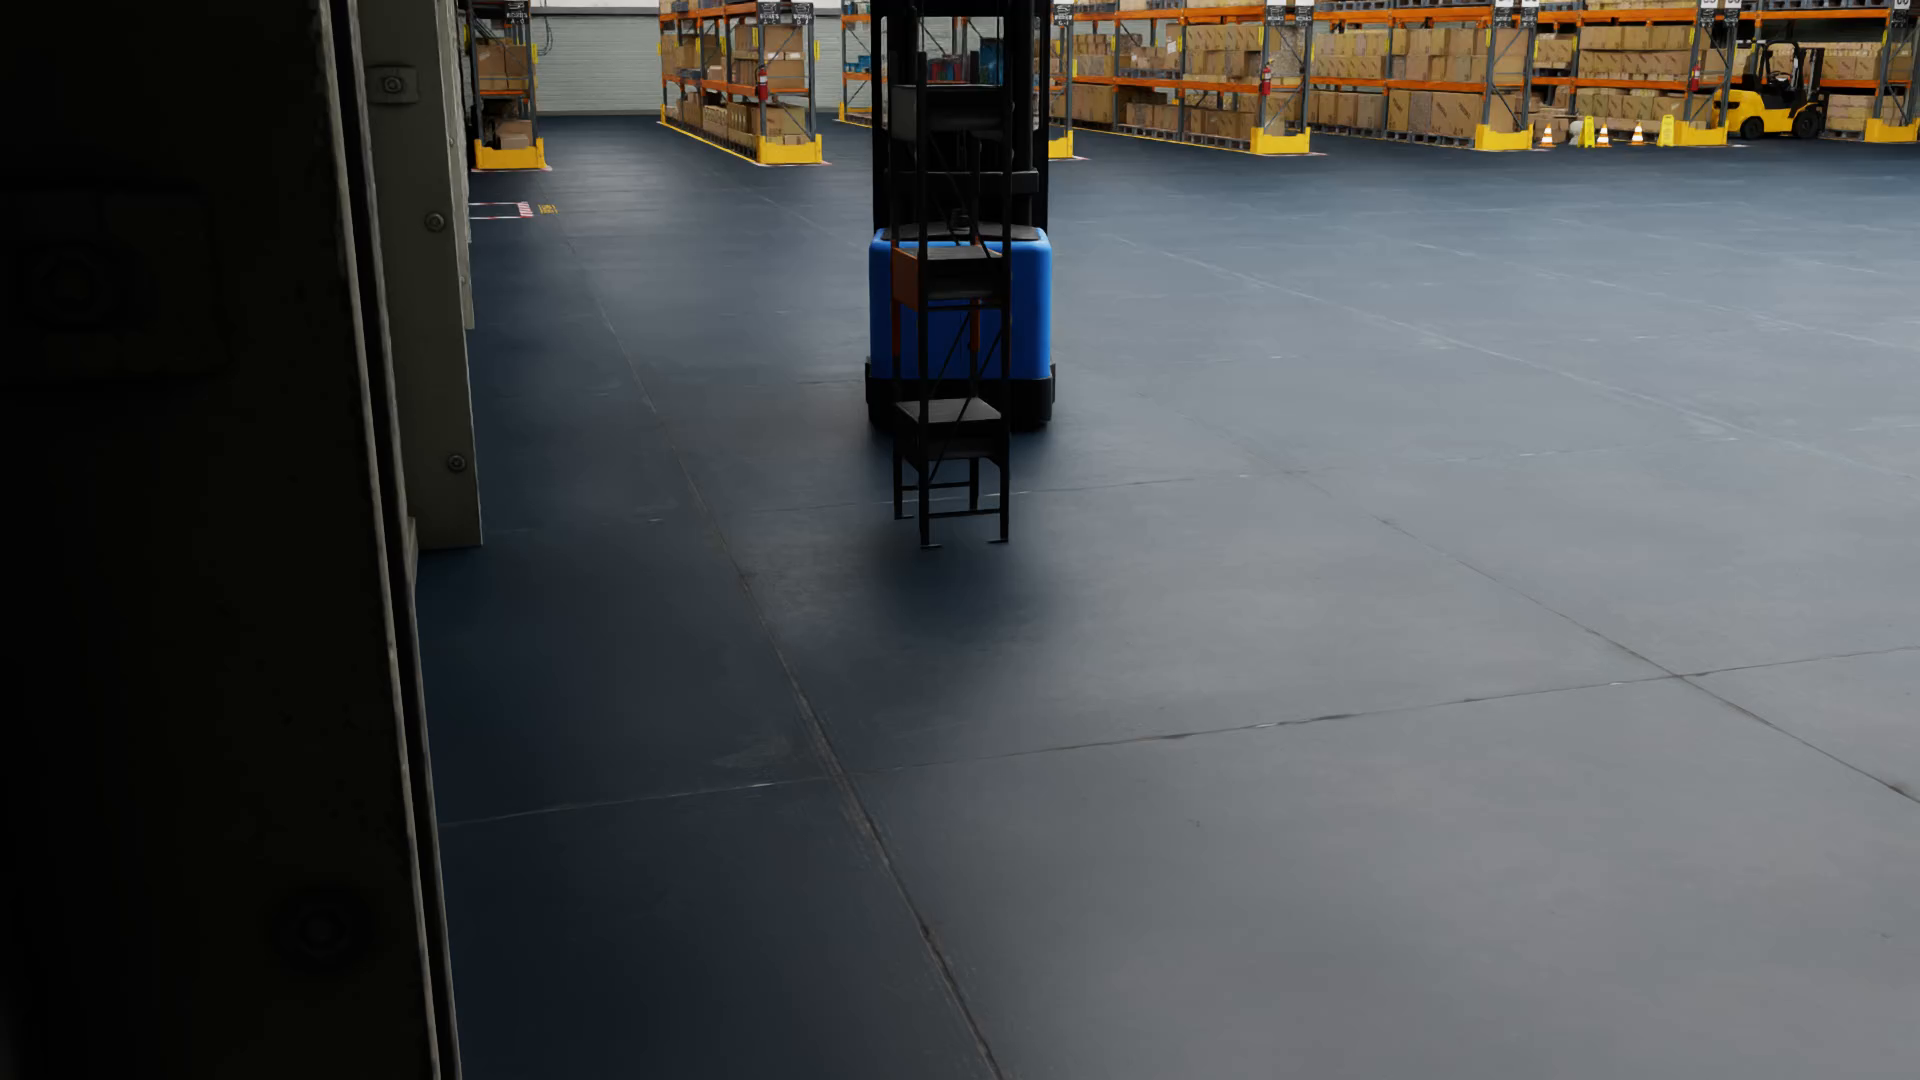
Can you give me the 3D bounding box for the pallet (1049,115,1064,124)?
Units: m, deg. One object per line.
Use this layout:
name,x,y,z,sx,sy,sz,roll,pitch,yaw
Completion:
pallet,2.964,-11.344,44.852,1.003,0.211,1.213,-5,17,-15

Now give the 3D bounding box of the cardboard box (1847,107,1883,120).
cardboard box,20.261,-9.555,37.227,0.500,0.250,0.500,-5,17,-16

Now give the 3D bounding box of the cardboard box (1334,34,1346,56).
cardboard box,9.391,-11.841,39.747,0.700,0.500,0.500,-5,17,-16

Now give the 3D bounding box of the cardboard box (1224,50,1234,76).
cardboard box,5.922,-9.759,34.037,0.875,0.500,0.500,-5,17,-15

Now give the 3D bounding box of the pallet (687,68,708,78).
pallet,-5.868,-11.021,39.260,1.003,0.211,1.213,-5,17,-15

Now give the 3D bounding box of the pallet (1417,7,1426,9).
pallet,12.926,-14.342,45.103,0.805,0.209,1.217,-5,18,-17

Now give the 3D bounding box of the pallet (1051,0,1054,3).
pallet,1.500,-10.335,31.759,1.003,0.211,1.213,-5,17,-15

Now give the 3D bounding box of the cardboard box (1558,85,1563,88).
cardboard box,17.299,-12.982,47.427,0.380,0.149,0.250,-5,17,-16

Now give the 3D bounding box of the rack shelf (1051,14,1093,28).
rack shelf,2.548,-14.109,45.244,1.077,0.370,4.000,-5,17,-15

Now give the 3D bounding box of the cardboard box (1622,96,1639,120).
cardboard box,15.175,-9.656,37.131,0.500,0.500,0.500,-5,17,-17

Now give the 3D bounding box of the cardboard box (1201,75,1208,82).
cardboard box,5.325,-9.769,35.197,0.380,0.149,0.250,-5,17,-15

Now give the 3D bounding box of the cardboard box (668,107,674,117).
cardboard box,-7.376,-11.232,43.646,0.500,0.250,0.500,-5,17,-15

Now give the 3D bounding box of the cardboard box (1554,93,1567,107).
cardboard box,17.314,-12.493,47.443,0.500,0.500,0.500,-4,17,-13

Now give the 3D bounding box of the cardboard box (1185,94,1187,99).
cardboard box,6.613,-12.883,48.318,0.380,0.149,0.250,-6,18,-18

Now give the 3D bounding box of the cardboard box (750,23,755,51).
cardboard box,-3.550,-9.460,31.304,0.700,0.500,0.500,-5,17,-15

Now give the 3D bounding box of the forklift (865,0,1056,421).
forklift,0.003,-2.448,10.507,1.130,2.935,3.031,0,17,0

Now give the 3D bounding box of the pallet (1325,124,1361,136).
pallet,9.470,-9.825,39.793,1.003,0.211,1.213,-5,17,-15

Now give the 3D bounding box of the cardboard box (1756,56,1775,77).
cardboard box,19.467,-11.332,39.790,0.500,0.500,0.500,-5,17,-17

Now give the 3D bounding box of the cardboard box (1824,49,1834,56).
cardboard box,19.955,-11.106,37.911,0.380,0.149,0.250,-5,17,-15

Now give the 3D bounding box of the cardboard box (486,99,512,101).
cardboard box,-9.600,-9.055,34.661,0.500,0.250,0.500,-5,17,-16

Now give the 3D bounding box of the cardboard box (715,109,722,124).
cardboard box,-4.900,-8.992,35.249,0.500,0.311,0.500,-5,17,-15

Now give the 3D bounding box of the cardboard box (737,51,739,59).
cardboard box,-4.200,-9.597,32.885,0.380,0.149,0.250,-5,17,-17

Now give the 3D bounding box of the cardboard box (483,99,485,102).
cardboard box,-11.448,-10.762,40.555,0.380,0.149,0.250,-5,17,-16

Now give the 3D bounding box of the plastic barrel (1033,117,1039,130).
plastic barrel,1.379,-7.938,32.260,0.421,0.512,0.421,0,17,0

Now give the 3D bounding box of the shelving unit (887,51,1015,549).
shelving unit,-0.045,-1.051,7.302,0.431,2.100,0.503,-5,17,-15

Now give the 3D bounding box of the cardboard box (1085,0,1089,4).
cardboard box,3.363,-13.557,41.863,0.380,0.149,0.250,-5,18,-18

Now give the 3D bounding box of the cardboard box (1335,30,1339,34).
cardboard box,11.358,-15.071,49.370,0.380,0.149,0.250,-4,17,-14

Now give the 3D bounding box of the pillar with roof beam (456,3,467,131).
pillar with roof beam,-8.075,-14.627,40.506,9.100,9.000,0.400,-5,17,-15

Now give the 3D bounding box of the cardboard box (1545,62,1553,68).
cardboard box,14.257,-11.378,39.824,0.380,0.149,0.250,-5,17,-16

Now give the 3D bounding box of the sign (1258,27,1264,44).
sign,5.856,-9.812,32.340,0.100,0.325,0.005,-5,17,-15

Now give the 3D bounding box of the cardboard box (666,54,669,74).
cardboard box,-7.377,-12.411,43.380,0.500,0.500,0.500,-5,17,-15

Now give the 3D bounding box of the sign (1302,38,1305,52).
sign,8.475,-12.192,40.952,0.100,0.325,0.005,-5,17,-15

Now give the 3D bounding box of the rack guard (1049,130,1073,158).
rack guard,1.567,-7.573,31.793,1.175,0.500,0.348,-5,17,-15

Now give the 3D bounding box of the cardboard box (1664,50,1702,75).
cardboard box,15.510,-10.246,35.658,0.500,0.500,0.500,-5,17,-16

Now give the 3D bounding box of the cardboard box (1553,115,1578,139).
cardboard box,13.811,-9.434,37.986,0.500,0.500,0.500,7,18,23

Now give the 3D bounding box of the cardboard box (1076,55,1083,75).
cardboard box,3.260,-12.087,42.303,0.500,0.500,0.500,-5,17,-17

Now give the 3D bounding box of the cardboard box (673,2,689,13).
cardboard box,-6.818,-13.160,41.094,0.500,0.250,0.500,-5,17,-15

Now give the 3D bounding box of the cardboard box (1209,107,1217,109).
cardboard box,7.175,-12.031,46.517,0.380,0.149,0.250,-5,17,-15

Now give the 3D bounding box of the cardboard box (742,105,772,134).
cardboard box,-3.853,-8.006,31.636,0.500,0.500,0.500,-5,17,-15

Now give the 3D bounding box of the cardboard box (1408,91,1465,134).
cardboard box,10.450,-9.370,36.394,0.875,0.875,0.875,-5,17,-15

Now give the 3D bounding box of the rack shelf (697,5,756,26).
rack shelf,-4.779,-11.114,35.273,1.077,0.370,4.000,-5,17,-15

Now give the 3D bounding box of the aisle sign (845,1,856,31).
aisle sign,-3.069,-14.420,45.724,0.394,0.787,0.004,-5,17,-15

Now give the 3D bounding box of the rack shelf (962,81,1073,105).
rack shelf,1.084,-8.961,33.321,1.077,0.370,4.000,-5,17,-15

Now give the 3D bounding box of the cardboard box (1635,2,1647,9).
cardboard box,15.092,-11.742,36.550,0.380,0.149,0.250,-5,17,-16

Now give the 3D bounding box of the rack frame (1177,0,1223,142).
rack frame,5.296,-10.251,36.363,1.000,3.000,0.127,-5,17,-15

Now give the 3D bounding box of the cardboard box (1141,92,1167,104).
cardboard box,4.566,-10.401,39.140,0.500,0.250,0.500,-3,17,-9

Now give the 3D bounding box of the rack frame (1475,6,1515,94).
rack frame,13.726,-12.141,42.655,1.000,3.000,0.127,-5,17,-15

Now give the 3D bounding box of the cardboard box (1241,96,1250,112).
cardboard box,7.843,-11.606,44.491,0.500,0.500,0.500,-4,17,-13

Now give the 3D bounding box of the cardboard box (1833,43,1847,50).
cardboard box,20.024,-11.179,37.634,0.380,0.149,0.250,-4,17,-14

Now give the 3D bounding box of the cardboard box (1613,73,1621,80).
cardboard box,14.945,-10.447,37.453,0.380,0.149,0.250,-5,17,-15

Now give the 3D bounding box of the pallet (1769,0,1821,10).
pallet,19.856,-12.588,39.084,1.003,0.211,1.213,-5,17,-15

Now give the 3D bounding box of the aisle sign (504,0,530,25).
aisle sign,-7.584,-9.218,28.407,0.394,0.787,0.004,-5,17,-15

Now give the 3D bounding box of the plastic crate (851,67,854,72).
plastic crate,-2.817,-12.704,44.883,0.250,0.136,0.298,-5,17,-15

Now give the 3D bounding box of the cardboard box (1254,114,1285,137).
cardboard box,6.240,-8.322,33.558,0.500,0.500,0.500,-1,17,-5

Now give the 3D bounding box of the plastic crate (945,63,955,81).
plastic crate,-0.068,-10.132,35.996,0.392,0.384,0.575,-5,17,-15
